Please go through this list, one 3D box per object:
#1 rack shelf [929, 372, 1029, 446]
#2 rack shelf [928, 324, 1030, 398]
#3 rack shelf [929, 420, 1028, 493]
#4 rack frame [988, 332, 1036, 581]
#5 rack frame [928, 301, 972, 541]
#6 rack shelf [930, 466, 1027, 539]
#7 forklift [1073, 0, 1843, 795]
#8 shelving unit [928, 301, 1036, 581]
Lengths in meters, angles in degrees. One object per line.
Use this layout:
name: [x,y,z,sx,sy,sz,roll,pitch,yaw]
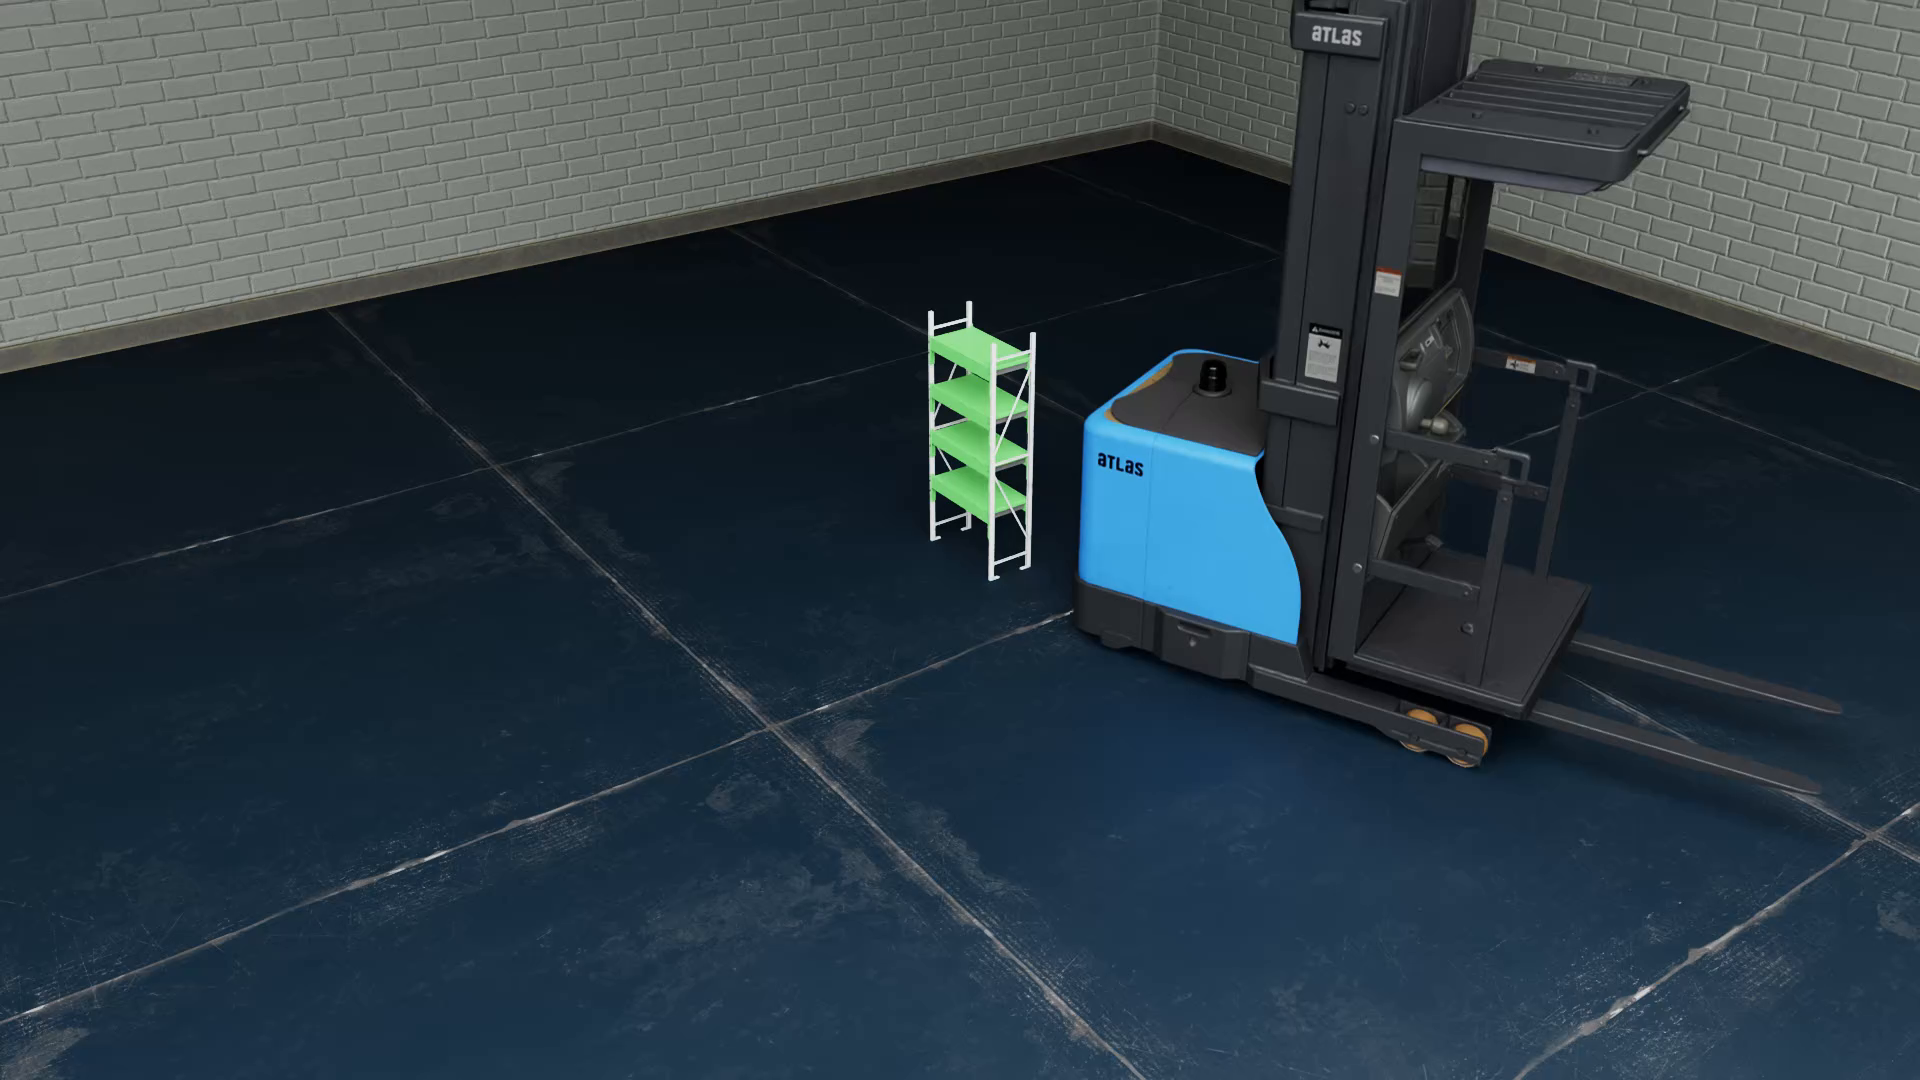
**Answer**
rack shelf: [0.096,-0.618,7.761,0.258,0.148,0.480,-19,34,-31]
rack shelf: [0.096,-0.829,7.647,0.258,0.148,0.480,-19,34,-31]
rack shelf: [0.096,-0.407,7.876,0.258,0.148,0.480,-19,34,-31]
rack frame: [0.238,-0.368,7.670,0.240,1.200,0.015,-19,34,-31]
rack frame: [-0.046,-0.558,8.020,0.240,1.200,0.015,-19,34,-31]
rack shelf: [0.096,-0.196,7.990,0.258,0.148,0.480,-19,34,-31]
forklift: [2.028,-0.678,6.428,3.031,2.935,1.130,16,33,28]
shelving unit: [0.096,-0.463,7.845,0.258,1.200,0.503,-19,34,-31]
